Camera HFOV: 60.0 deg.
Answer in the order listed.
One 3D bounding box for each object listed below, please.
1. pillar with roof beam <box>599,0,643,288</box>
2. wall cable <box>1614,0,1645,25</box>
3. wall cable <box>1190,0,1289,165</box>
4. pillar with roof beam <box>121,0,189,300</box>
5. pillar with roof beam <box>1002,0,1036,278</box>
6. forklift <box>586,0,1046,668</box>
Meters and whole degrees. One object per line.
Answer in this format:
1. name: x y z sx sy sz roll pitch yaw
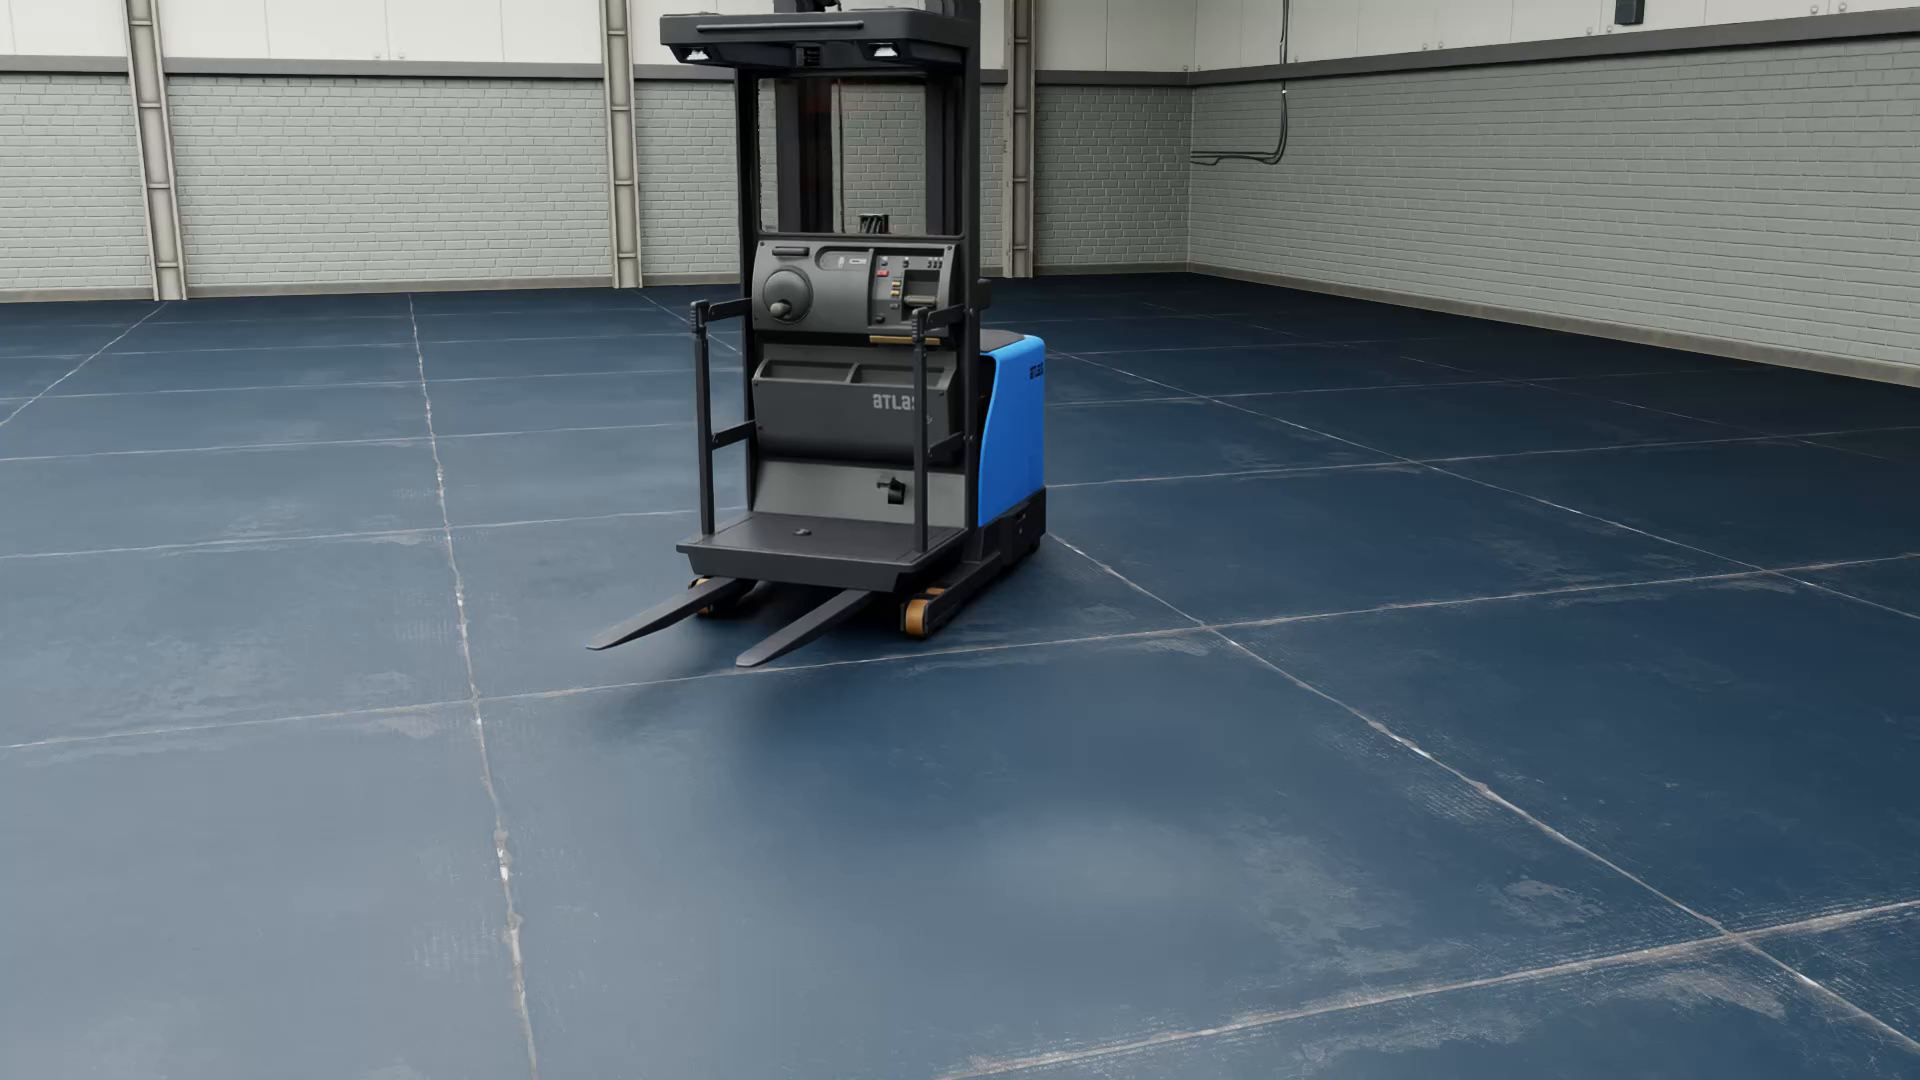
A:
1. pillar with roof beam: -3.419 -7.081 18.964 0.400 9.000 9.100 -4 14 -18
2. wall cable: 7.121 -7.966 15.338 0.169 6.003 2.305 -4 14 -18
3. wall cable: 4.108 -6.884 24.849 0.112 2.526 3.097 -4 14 -18
4. pillar with roof beam: -9.106 -6.638 17.102 0.400 9.000 9.100 -4 14 -18
5. pillar with roof beam: 2.267 -7.523 20.826 0.400 9.000 9.100 -4 14 -18
6. forklift: -0.538 -1.123 7.031 1.130 2.935 3.031 5 14 19
